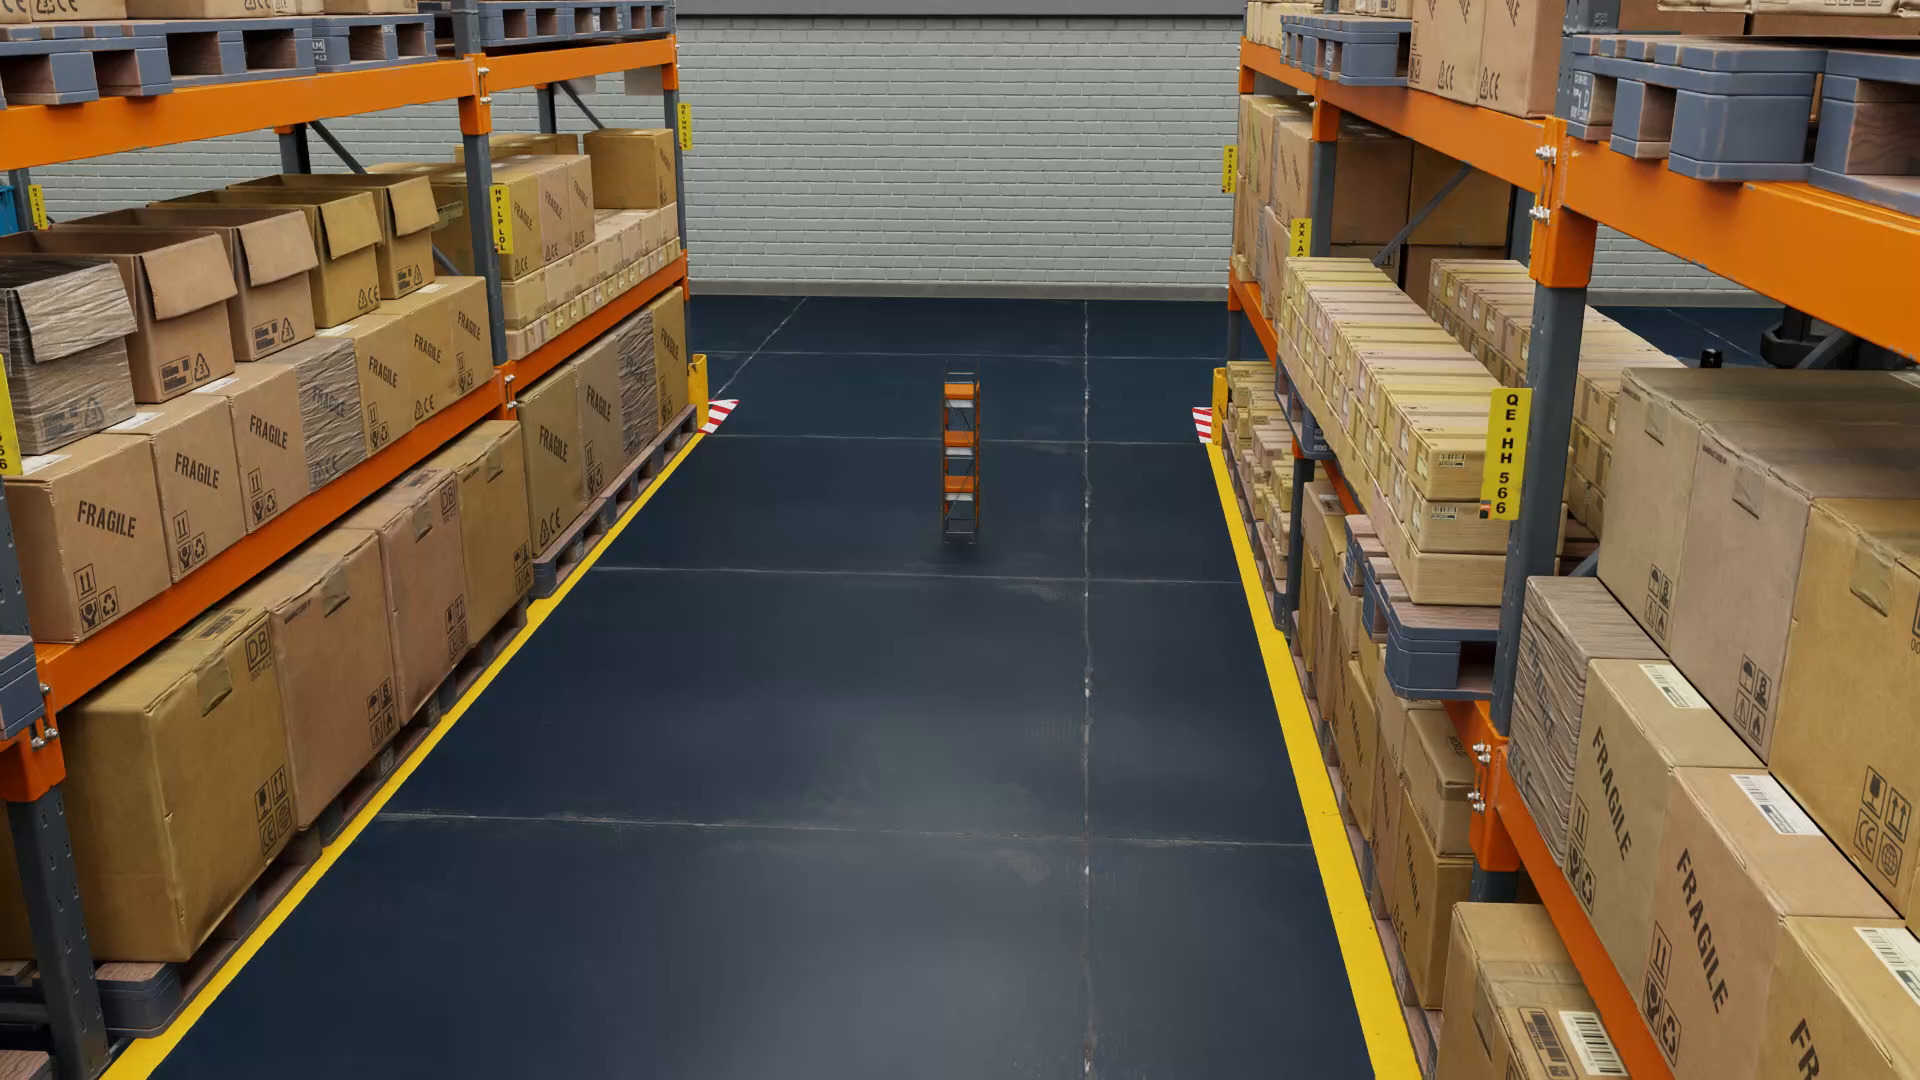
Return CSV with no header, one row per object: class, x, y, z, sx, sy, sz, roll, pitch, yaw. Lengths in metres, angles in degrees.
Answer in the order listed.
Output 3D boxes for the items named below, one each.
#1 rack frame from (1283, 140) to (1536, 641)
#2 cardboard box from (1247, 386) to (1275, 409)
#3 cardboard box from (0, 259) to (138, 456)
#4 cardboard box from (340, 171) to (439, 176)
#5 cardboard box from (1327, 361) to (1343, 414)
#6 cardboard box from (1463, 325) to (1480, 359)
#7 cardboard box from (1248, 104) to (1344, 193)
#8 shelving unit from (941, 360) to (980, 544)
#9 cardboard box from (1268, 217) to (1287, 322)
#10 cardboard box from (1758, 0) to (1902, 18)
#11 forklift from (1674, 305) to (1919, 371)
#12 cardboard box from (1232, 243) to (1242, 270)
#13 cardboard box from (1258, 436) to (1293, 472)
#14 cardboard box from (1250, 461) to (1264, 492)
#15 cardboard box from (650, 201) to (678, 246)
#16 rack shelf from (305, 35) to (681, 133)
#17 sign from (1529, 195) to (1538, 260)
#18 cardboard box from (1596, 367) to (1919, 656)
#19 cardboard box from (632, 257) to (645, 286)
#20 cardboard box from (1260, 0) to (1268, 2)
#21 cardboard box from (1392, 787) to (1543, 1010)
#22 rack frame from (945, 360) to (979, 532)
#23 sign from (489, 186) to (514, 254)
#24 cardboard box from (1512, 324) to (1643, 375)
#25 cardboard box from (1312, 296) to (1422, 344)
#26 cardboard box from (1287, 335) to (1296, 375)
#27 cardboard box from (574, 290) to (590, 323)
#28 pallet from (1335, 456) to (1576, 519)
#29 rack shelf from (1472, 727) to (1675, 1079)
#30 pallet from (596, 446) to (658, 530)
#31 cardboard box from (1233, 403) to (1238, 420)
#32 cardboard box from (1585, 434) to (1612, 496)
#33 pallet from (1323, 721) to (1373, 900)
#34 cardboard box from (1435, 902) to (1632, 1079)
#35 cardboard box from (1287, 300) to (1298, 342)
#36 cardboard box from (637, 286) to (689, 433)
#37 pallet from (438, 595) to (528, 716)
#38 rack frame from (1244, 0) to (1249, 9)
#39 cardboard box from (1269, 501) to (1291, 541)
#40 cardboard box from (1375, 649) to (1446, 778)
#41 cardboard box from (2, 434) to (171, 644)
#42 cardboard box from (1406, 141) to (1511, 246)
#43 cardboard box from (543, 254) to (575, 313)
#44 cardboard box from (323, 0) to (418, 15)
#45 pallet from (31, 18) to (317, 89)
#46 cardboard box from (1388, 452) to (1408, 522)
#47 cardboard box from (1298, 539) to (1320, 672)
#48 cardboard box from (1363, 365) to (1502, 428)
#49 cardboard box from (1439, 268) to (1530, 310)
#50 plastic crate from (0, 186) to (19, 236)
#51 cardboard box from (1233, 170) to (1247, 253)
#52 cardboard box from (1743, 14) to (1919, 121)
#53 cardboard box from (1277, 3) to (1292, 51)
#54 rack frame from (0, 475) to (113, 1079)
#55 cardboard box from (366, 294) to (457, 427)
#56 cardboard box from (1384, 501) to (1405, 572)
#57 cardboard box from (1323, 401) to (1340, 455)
rack frame,2.143,-0.926,7.930,1.000,3.000,0.127,1,18,4
cardboard box,2.073,-0.898,10.794,0.380,0.149,0.250,0,18,1
cardboard box,-3.015,-0.576,5.093,0.797,0.503,0.637,2,18,6
cardboard box,-3.031,-1.643,8.678,0.500,0.500,0.500,2,18,5
cardboard box,1.546,-0.549,6.033,0.380,0.149,0.250,1,18,3
cardboard box,2.258,-0.775,6.723,0.380,0.149,0.250,1,18,2
cardboard box,2.044,-2.380,10.126,0.500,0.500,0.500,1,18,3
shelving unit,0.004,-0.516,9.810,0.215,1.050,0.252,1,18,4
cardboard box,1.934,-1.432,8.838,0.500,0.500,0.500,1,18,2
cardboard box,1.549,-0.909,2.468,0.500,0.250,0.500,2,18,5
forklift,5.039,-1.062,8.458,3.031,2.935,1.130,14,23,36
cardboard box,2.080,-1.955,11.476,0.380,0.149,0.250,1,18,3
cardboard box,1.922,-0.492,9.556,0.380,0.149,0.250,0,18,1
cardboard box,1.976,-0.376,10.158,0.380,0.149,0.250,1,18,4
cardboard box,-2.280,-2.224,11.655,0.500,0.250,0.500,1,18,3
rack shelf,-2.653,-2.772,9.905,1.077,0.370,4.000,1,18,4
sign,2.697,-1.464,7.716,0.100,0.325,0.005,1,18,4
cardboard box,1.814,-0.067,3.543,0.700,0.500,0.500,1,18,4
cardboard box,-2.279,-1.755,10.866,0.380,0.149,0.250,1,18,3
cardboard box,2.055,-3.310,9.829,0.500,0.250,0.500,1,18,5
cardboard box,1.643,1.095,5.104,0.500,0.500,0.500,1,18,4
rack frame,0.013,-0.553,9.926,0.200,1.050,0.008,1,18,4
sign,-2.255,-1.571,8.168,0.100,0.325,0.005,1,18,4
cardboard box,2.197,-0.671,5.927,0.380,0.149,0.250,1,18,3
cardboard box,1.583,-0.853,6.483,0.380,0.149,0.250,1,18,3
cardboard box,1.642,-0.807,7.299,0.380,0.149,0.250,2,18,5
cardboard box,-2.372,-1.357,9.651,0.380,0.149,0.250,1,18,3
pallet,1.957,-0.208,6.048,1.003,0.211,1.213,1,18,4
rack shelf,1.713,1.280,2.355,1.077,0.370,4.000,1,18,4
pallet,-2.579,-0.357,10.673,1.003,0.211,1.213,1,18,4
cardboard box,2.060,-0.913,11.319,0.380,0.149,0.250,1,18,4
cardboard box,2.125,-0.218,5.021,0.380,0.149,0.250,1,18,2
pallet,2.004,1.021,6.467,1.003,0.211,1.213,1,18,4
cardboard box,1.723,1.373,3.853,1.050,0.750,0.750,1,18,3
cardboard box,1.640,-0.954,7.270,0.380,0.149,0.250,1,18,3
cardboard box,-2.476,-1.299,11.809,0.875,0.875,0.875,1,18,4
pallet,-2.777,0.499,8.062,1.003,0.211,1.213,1,18,4
rack frame,2.430,-5.019,10.788,1.000,3.000,0.127,1,18,4
cardboard box,1.856,-0.101,8.840,0.380,0.149,0.250,0,18,1
cardboard box,1.669,0.573,5.491,0.500,0.250,0.500,2,18,5
cardboard box,-2.777,-0.018,4.999,0.500,0.500,0.500,2,18,6
cardboard box,2.419,-1.724,8.124,0.500,0.500,0.500,2,18,5
cardboard box,-2.461,-1.432,9.240,0.500,0.250,0.500,1,18,4
cardboard box,-2.828,-2.560,7.266,0.700,0.500,0.500,2,18,5
pallet,-3.013,-1.710,5.809,1.003,0.211,1.213,2,18,6
cardboard box,1.455,-0.151,4.819,0.380,0.149,0.250,2,18,6
cardboard box,1.826,0.286,7.572,0.500,0.500,0.500,2,18,6
cardboard box,1.489,-0.451,5.255,0.380,0.149,0.250,2,18,6
cardboard box,2.291,-1.076,7.163,0.380,0.149,0.250,1,18,2
plastic crate,-7.288,-2.358,12.148,0.616,0.435,0.499,1,18,4
cardboard box,2.122,-2.223,11.253,0.500,0.500,0.500,2,18,7
cardboard box,2.163,-1.328,4.179,0.500,0.500,0.500,1,18,4
cardboard box,1.992,-2.751,8.924,0.500,0.250,0.500,1,18,3
rack frame,-3.084,0.175,4.573,1.000,3.000,0.127,1,18,4
cardboard box,-2.600,-0.810,7.418,0.500,0.500,0.500,2,18,6
cardboard box,1.453,-0.004,4.847,0.380,0.149,0.250,1,18,4
cardboard box,1.547,-0.410,6.085,0.380,0.149,0.250,0,18,1
